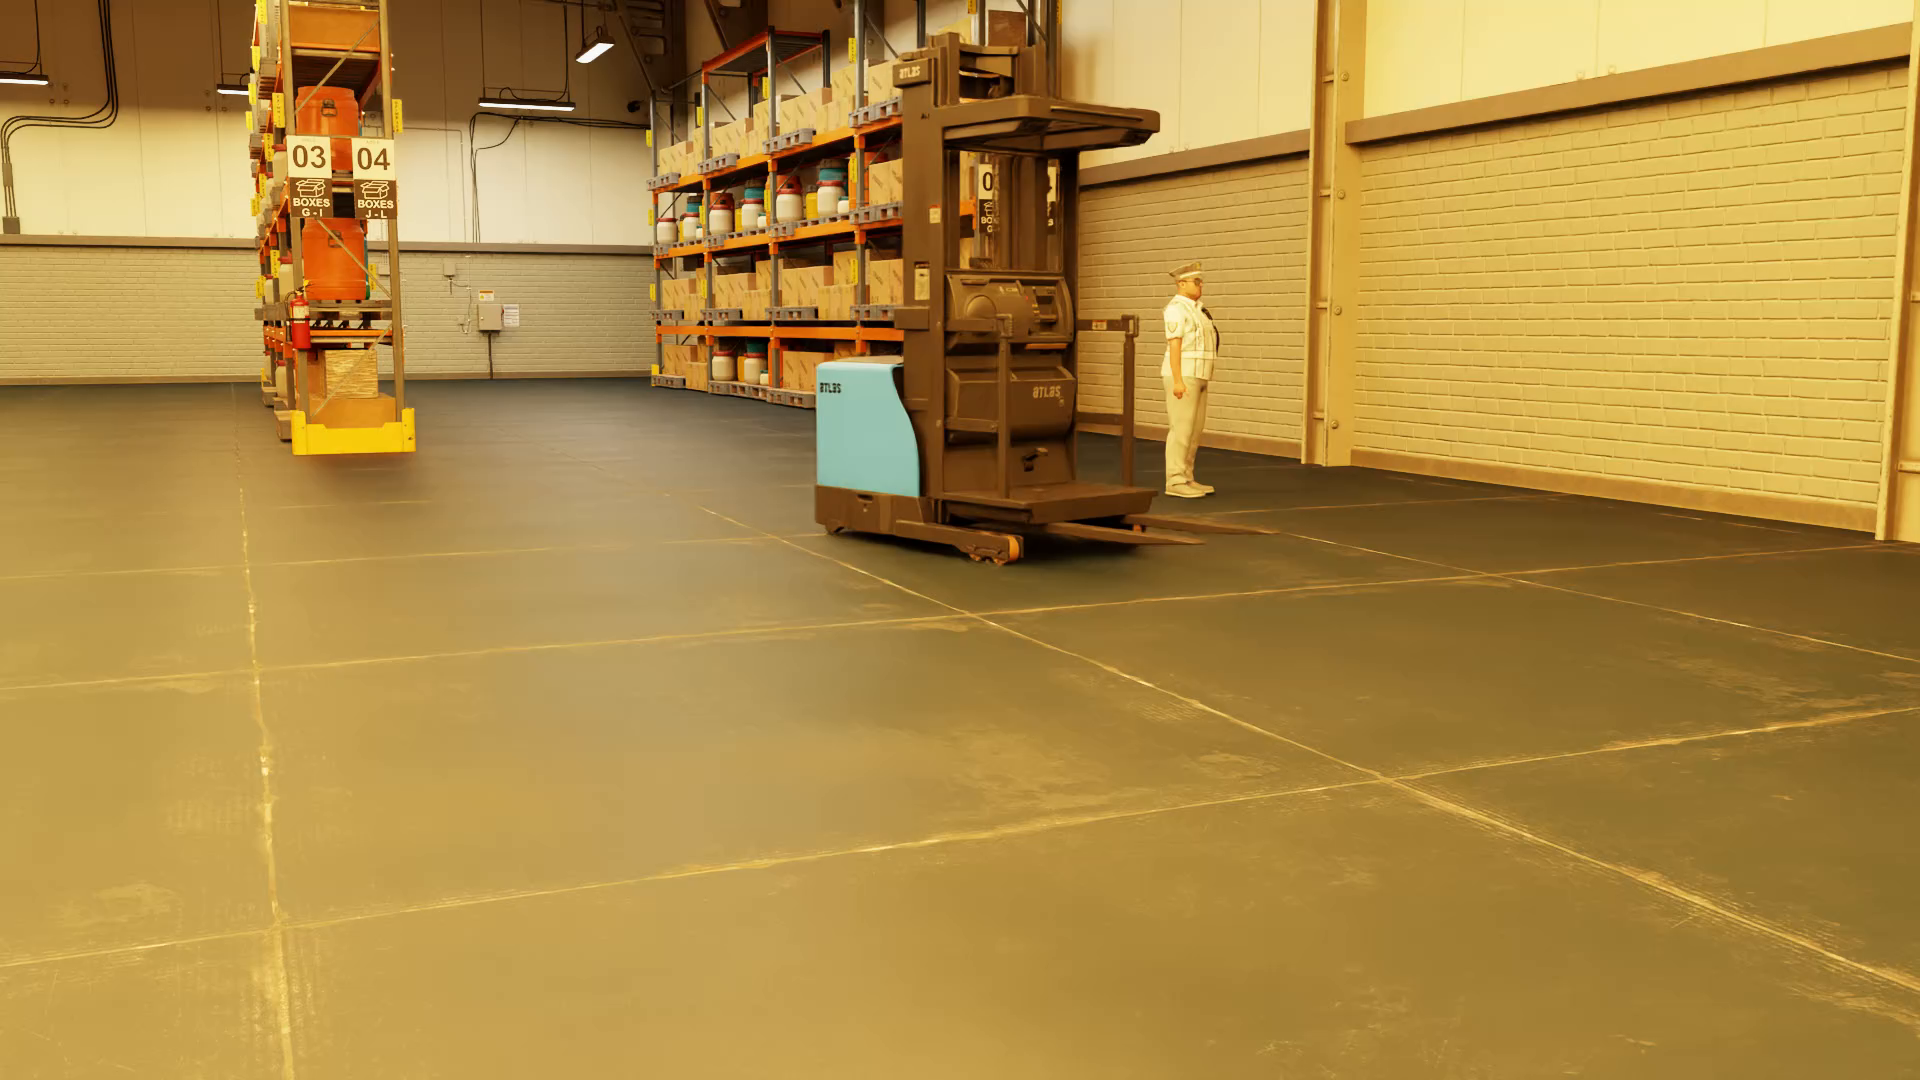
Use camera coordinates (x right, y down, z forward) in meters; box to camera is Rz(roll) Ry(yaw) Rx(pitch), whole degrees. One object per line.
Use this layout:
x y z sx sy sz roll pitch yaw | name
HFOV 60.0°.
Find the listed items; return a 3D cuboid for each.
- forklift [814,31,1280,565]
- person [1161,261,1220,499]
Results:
0.437 -1.391 9.493 1.130 2.935 3.031 -7 10 -41 | forklift
1.745 -1.225 12.678 0.396 1.774 0.523 3 8 23 | person
